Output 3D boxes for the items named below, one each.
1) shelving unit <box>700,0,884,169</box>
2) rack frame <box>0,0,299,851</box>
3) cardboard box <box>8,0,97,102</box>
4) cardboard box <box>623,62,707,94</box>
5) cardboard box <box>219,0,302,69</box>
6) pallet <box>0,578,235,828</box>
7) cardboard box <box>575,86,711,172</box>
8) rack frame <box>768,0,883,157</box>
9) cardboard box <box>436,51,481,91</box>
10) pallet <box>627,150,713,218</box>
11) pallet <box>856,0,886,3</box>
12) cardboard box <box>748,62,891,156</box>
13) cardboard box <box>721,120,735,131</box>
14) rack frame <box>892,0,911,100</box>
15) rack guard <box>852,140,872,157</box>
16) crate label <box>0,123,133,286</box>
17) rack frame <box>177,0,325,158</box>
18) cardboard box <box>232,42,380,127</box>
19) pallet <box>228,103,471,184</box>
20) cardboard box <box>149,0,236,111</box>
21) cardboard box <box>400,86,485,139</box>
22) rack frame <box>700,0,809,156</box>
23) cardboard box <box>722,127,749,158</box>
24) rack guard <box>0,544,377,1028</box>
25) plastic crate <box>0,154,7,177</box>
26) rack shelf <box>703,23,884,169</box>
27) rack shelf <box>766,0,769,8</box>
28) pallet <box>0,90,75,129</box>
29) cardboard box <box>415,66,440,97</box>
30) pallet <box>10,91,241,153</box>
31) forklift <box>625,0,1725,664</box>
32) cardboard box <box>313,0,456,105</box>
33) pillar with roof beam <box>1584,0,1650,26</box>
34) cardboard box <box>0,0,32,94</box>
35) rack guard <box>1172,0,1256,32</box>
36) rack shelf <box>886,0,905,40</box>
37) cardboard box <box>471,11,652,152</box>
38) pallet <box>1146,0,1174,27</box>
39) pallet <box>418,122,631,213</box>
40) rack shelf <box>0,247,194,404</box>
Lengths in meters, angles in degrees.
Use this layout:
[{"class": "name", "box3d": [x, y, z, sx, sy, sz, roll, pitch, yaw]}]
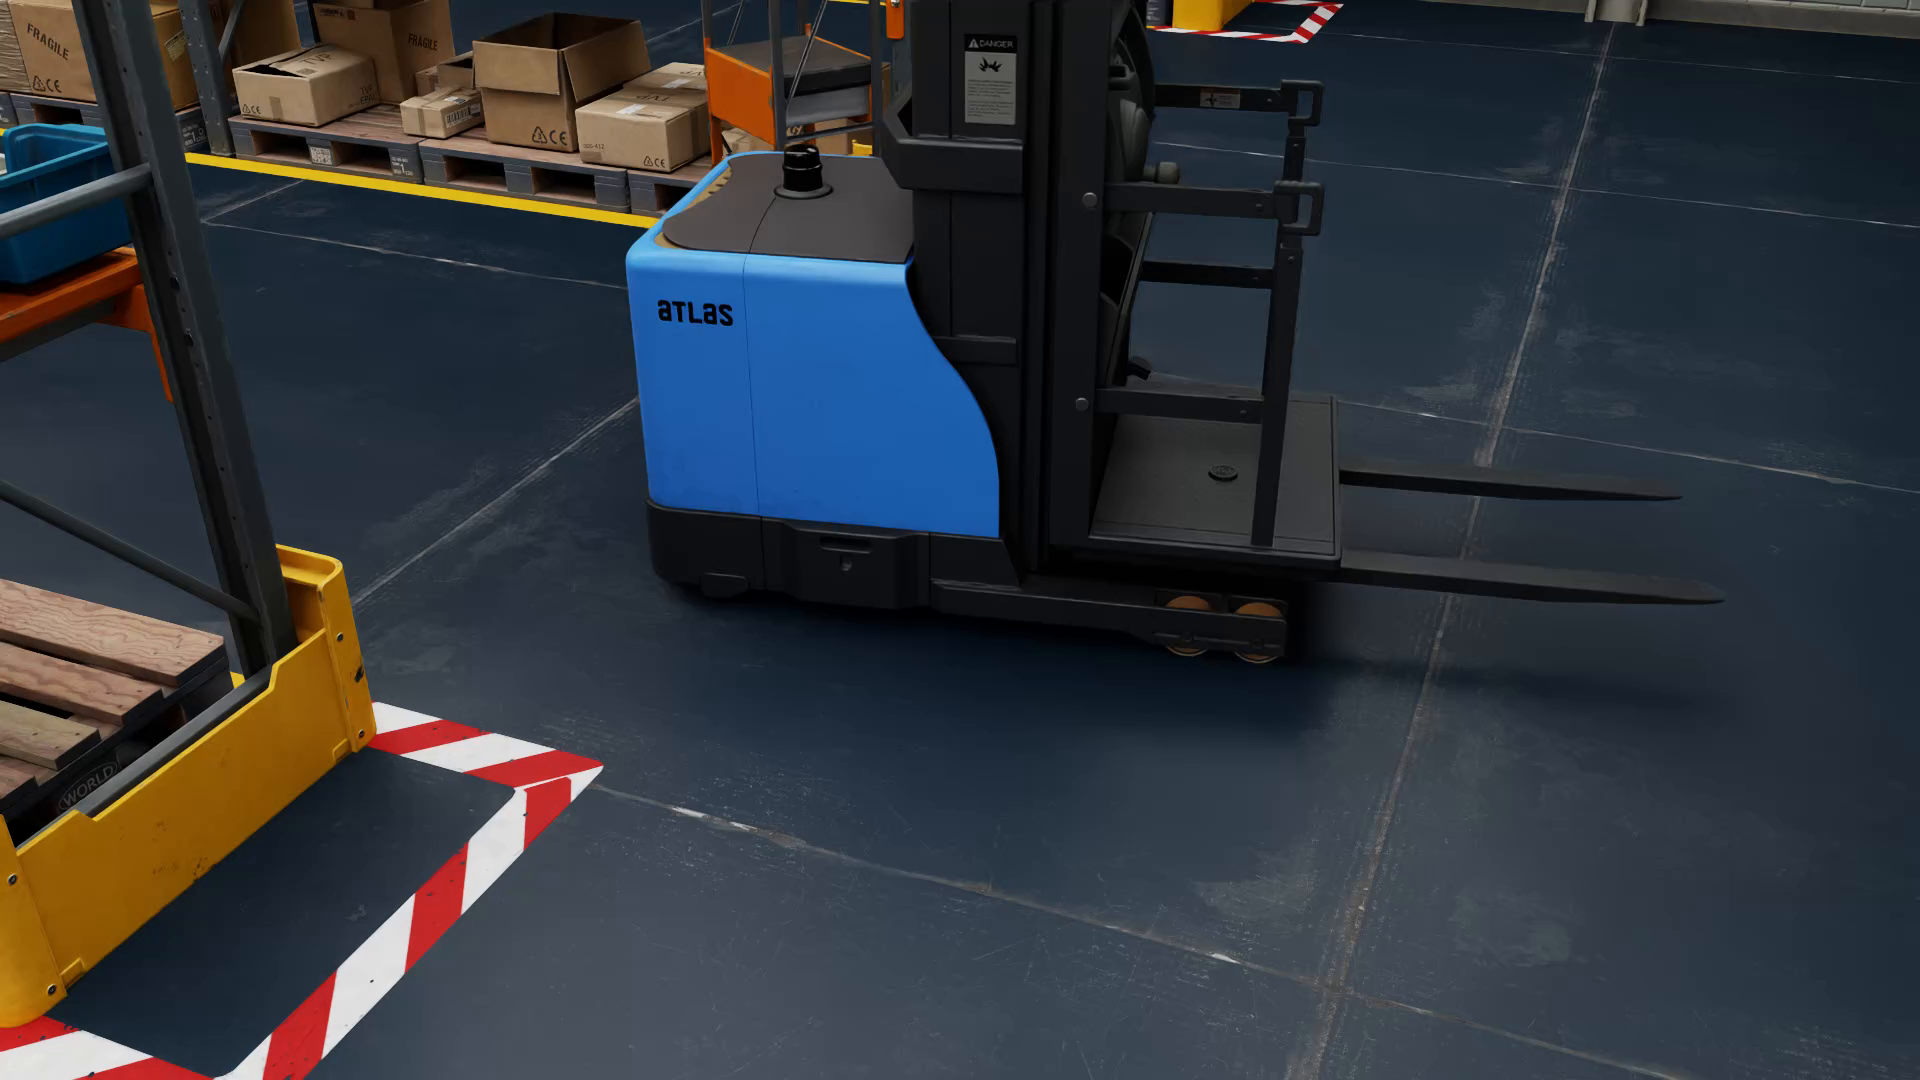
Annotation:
[{"class": "shelving unit", "box3d": [-0.564, -1.440, 5.664, 0.431, 2.100, 0.503, -18, 34, -29]}, {"class": "rack frame", "box3d": [-1.914, -0.578, 3.224, 0.127, 3.000, 1.000, 11, 31, 19]}, {"class": "cardboard box", "box3d": [-4.774, -2.735, 9.134, 0.500, 0.500, 0.500, 11, 31, 19]}, {"class": "cardboard box", "box3d": [-1.372, -2.245, 8.521, 0.500, 0.250, 0.500, 11, 31, 19]}, {"class": "cardboard box", "box3d": [-4.111, -2.880, 9.390, 0.500, 0.500, 0.500, 10, 31, 17]}, {"class": "pallet", "box3d": [-2.663, 0.466, 4.212, 1.213, 0.211, 1.003, 11, 31, 19]}, {"class": "cardboard box", "box3d": [-1.513, -2.008, 8.102, 0.500, 0.250, 0.500, 11, 31, 19]}, {"class": "rack frame", "box3d": [-0.428, -1.341, 5.488, 0.400, 2.100, 0.015, -18, 34, -29]}, {"class": "cardboard box", "box3d": [-2.425, -2.482, 8.878, 0.500, 0.311, 0.500, 11, 31, 19]}, {"class": "pallet", "box3d": [-0.857, -1.783, 8.190, 1.213, 0.211, 1.003, 11, 31, 19]}, {"class": "pallet", "box3d": [-0.086, -4.220, 12.502, 1.213, 0.211, 1.003, 11, 31, 19]}, {"class": "cardboard box", "box3d": [-0.644, -1.928, 7.705, 0.500, 0.500, 0.500, 11, 31, 19]}, {"class": "cardboard box", "box3d": [-0.908, -2.153, 8.358, 0.500, 0.250, 0.500, 11, 31, 19]}, {"class": "rack frame", "box3d": [-0.048, -2.836, 7.219, 0.127, 3.000, 1.000, 11, 31, 19]}, {"class": "rack guard", "box3d": [-0.118, -1.762, 7.859, 0.348, 0.500, 1.175, 11, 31, 19]}, {"class": "crate label", "box3d": [-2.019, -0.727, 3.597, 0.303, 0.233, 0.416, 11, 31, 19]}, {"class": "rack frame", "box3d": [-3.754, -3.576, 8.528, 0.127, 3.000, 1.000, 11, 31, 19]}, {"class": "cardboard box", "box3d": [-3.447, -2.421, 8.770, 0.500, 0.311, 0.500, 11, 31, 19]}, {"class": "pallet", "box3d": [-3.118, -2.234, 8.989, 1.213, 0.211, 1.003, 11, 31, 19]}, {"class": "cardboard box", "box3d": [-4.319, -2.640, 8.965, 0.500, 0.500, 0.500, 11, 31, 19]}, {"class": "cardboard box", "box3d": [-2.641, -2.202, 8.530, 0.250, 0.166, 0.380, 11, 31, 19]}, {"class": "rack frame", "box3d": [-0.699, -1.540, 5.841, 0.400, 2.100, 0.015, -18, 34, -29]}, {"class": "cardboard box", "box3d": [-0.986, -1.898, 7.992, 0.250, 0.166, 0.380, 11, 31, 19]}, {"class": "rack guard", "box3d": [-1.886, 0.509, 3.842, 0.348, 0.500, 1.175, 11, 31, 19]}, {"class": "plastic crate", "box3d": [-2.285, -0.782, 3.793, 0.298, 0.136, 0.250, 11, 31, 19]}, {"class": "rack shelf", "box3d": [-0.564, -1.428, 5.671, 0.431, 0.518, 0.480, -18, 34, -29]}, {"class": "rack shelf", "box3d": [-0.564, -2.038, 5.327, 0.431, 0.518, 0.480, -18, 34, -29]}, {"class": "pallet", "box3d": [-5.657, -2.720, 9.848, 1.213, 0.211, 1.003, 11, 31, 19]}, {"class": "cardboard box", "box3d": [-2.750, -2.508, 9.089, 0.250, 0.149, 0.380, 11, 31, 19]}, {"class": "pallet", "box3d": [-4.522, -2.495, 9.450, 1.213, 0.211, 1.003, 11, 31, 19]}, {"class": "forklift", "box3d": [0.647, -1.216, 4.423, 3.031, 2.935, 1.130, 5, 30, 9]}, {"class": "cardboard box", "box3d": [-3.120, -2.703, 9.077, 0.500, 0.500, 0.500, 11, 31, 19]}, {"class": "pillar with roof beam", "box3d": [3.020, -5.639, 6.081, 0.400, 9.000, 9.100, 11, 31, 19]}, {"class": "cardboard box", "box3d": [-5.239, -2.828, 9.298, 0.500, 0.500, 0.500, 12, 32, 20]}, {"class": "rack guard", "box3d": [1.833, -4.003, 11.823, 0.348, 0.500, 1.175, 11, 31, 19]}, {"class": "rack shelf", "box3d": [-1.901, -2.893, 8.051, 4.000, 0.370, 1.077, 11, 31, 19]}, {"class": "cardboard box", "box3d": [-2.011, -2.335, 8.423, 0.637, 0.503, 0.797, 11, 31, 19]}, {"class": "pallet", "box3d": [1.041, -3.994, 12.101, 1.213, 0.211, 1.003, 11, 31, 19]}, {"class": "pallet", "box3d": [-1.984, -2.009, 8.591, 1.213, 0.211, 1.003, 11, 31, 19]}, {"class": "rack shelf", "box3d": [-3.767, -0.635, 4.056, 4.000, 0.370, 1.077, 11, 31, 19]}]
